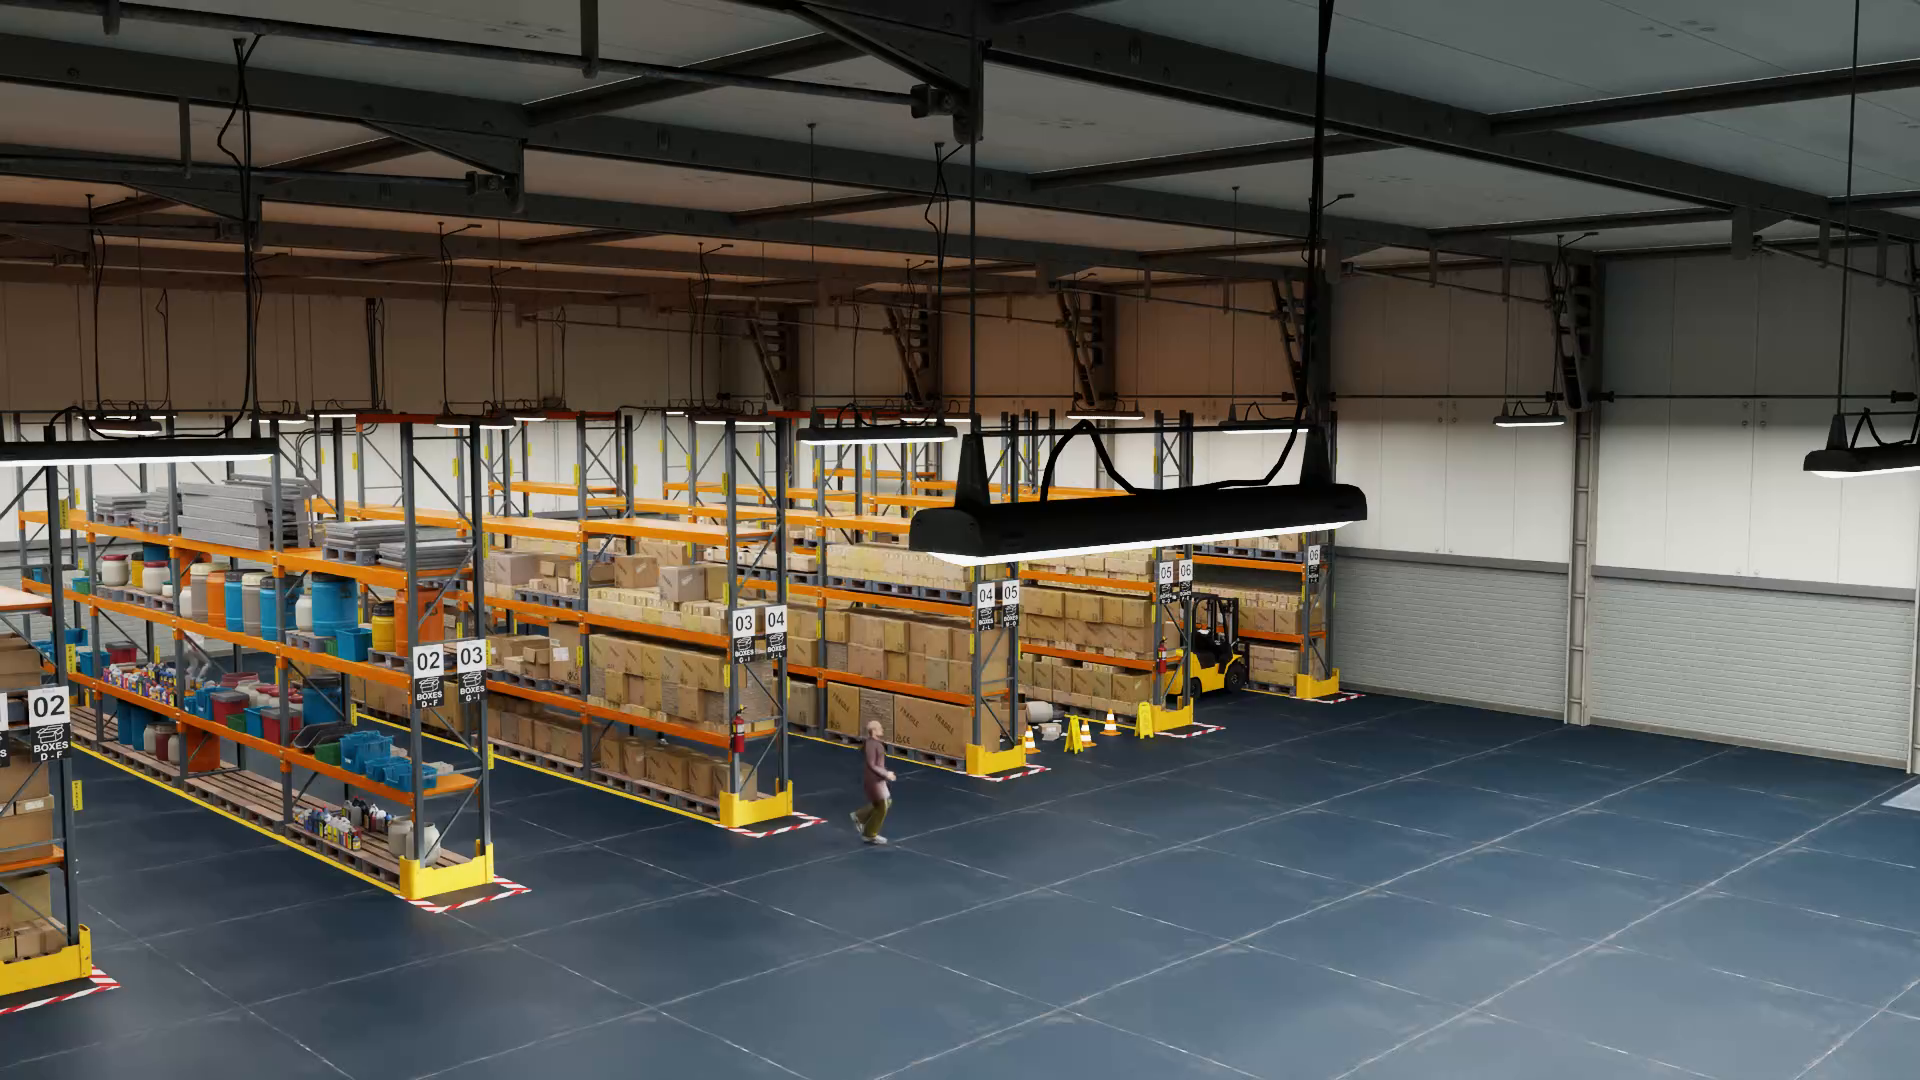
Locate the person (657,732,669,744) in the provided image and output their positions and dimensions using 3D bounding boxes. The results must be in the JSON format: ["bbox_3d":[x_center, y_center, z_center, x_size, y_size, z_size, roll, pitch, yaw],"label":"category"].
[{"bbox_3d":[-5.242,2.985,30.162,0.644,1.468,0.568,4,7,40],"label":"person"}]

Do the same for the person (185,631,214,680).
[{"bbox_3d":[-16.425,2.388,35.823,0.699,1.719,0.548,-4,6,-35],"label":"person"}]

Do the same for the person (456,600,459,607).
[{"bbox_3d":[-11.381,2.187,37.838,0.696,1.741,0.519,-2,5,-24],"label":"person"}]

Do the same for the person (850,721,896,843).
[{"bbox_3d":[-1.235,3.450,23.593,0.659,1.695,0.750,0,5,-3],"label":"person"}]
